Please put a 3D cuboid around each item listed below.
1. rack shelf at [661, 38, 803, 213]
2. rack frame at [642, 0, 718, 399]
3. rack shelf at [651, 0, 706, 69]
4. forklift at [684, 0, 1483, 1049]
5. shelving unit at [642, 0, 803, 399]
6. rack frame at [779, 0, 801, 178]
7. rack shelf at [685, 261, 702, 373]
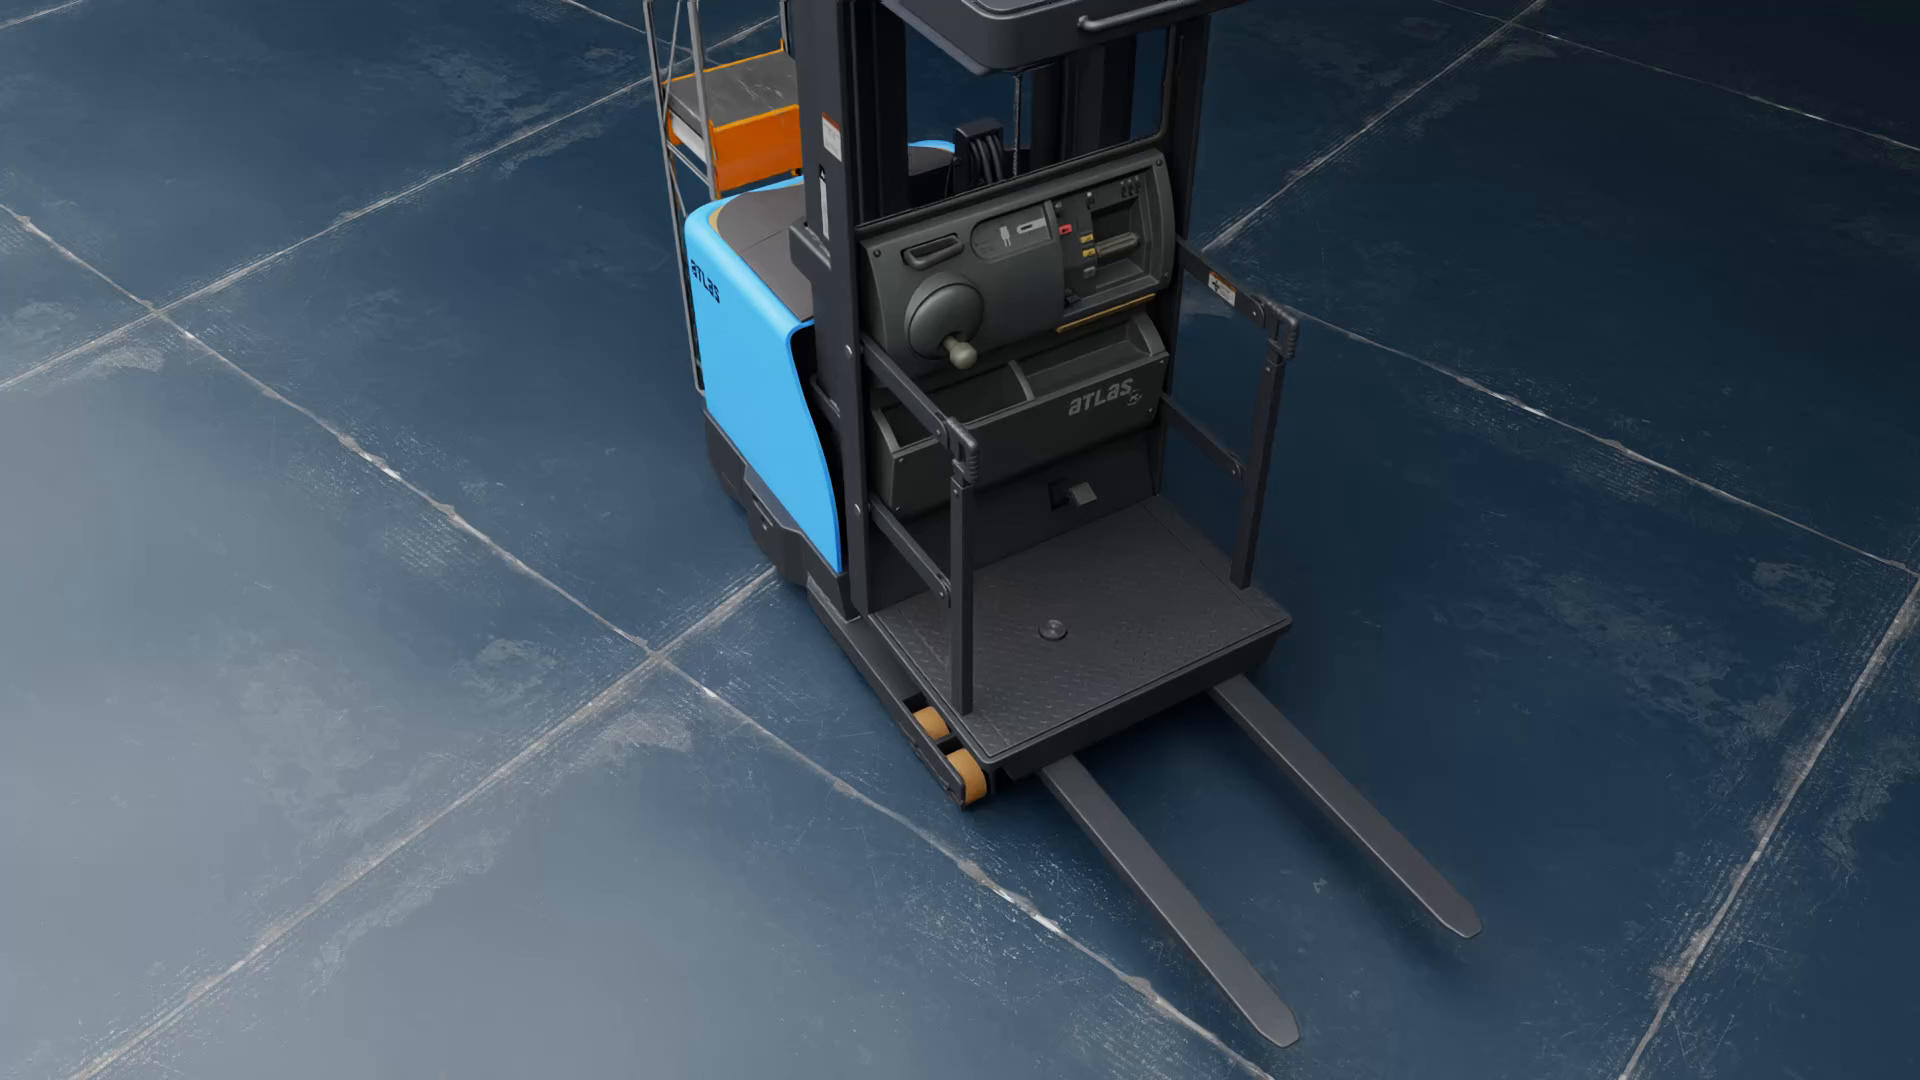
[{"bbox_3d":[-0.702,-1.334,5.674,0.480,0.518,0.431,-23,47,-24],"label":"rack shelf"},{"bbox_3d":[-0.907,-1.256,5.567,0.015,2.100,0.400,-23,47,-24],"label":"rack frame"},{"bbox_3d":[-0.705,-1.855,5.206,0.480,0.518,0.431,-23,47,-24],"label":"rack shelf"},{"bbox_3d":[0.291,-0.666,4.304,1.130,2.935,3.031,-22,47,-22],"label":"forklift"},{"bbox_3d":[-0.702,-1.344,5.665,0.503,2.100,0.431,-23,47,-24],"label":"shelving unit"},{"bbox_3d":[-0.496,-1.433,5.762,0.015,2.100,0.400,-23,47,-24],"label":"rack frame"},{"bbox_3d":[-0.699,-0.813,6.141,0.480,0.518,0.431,-23,47,-24],"label":"rack shelf"}]
